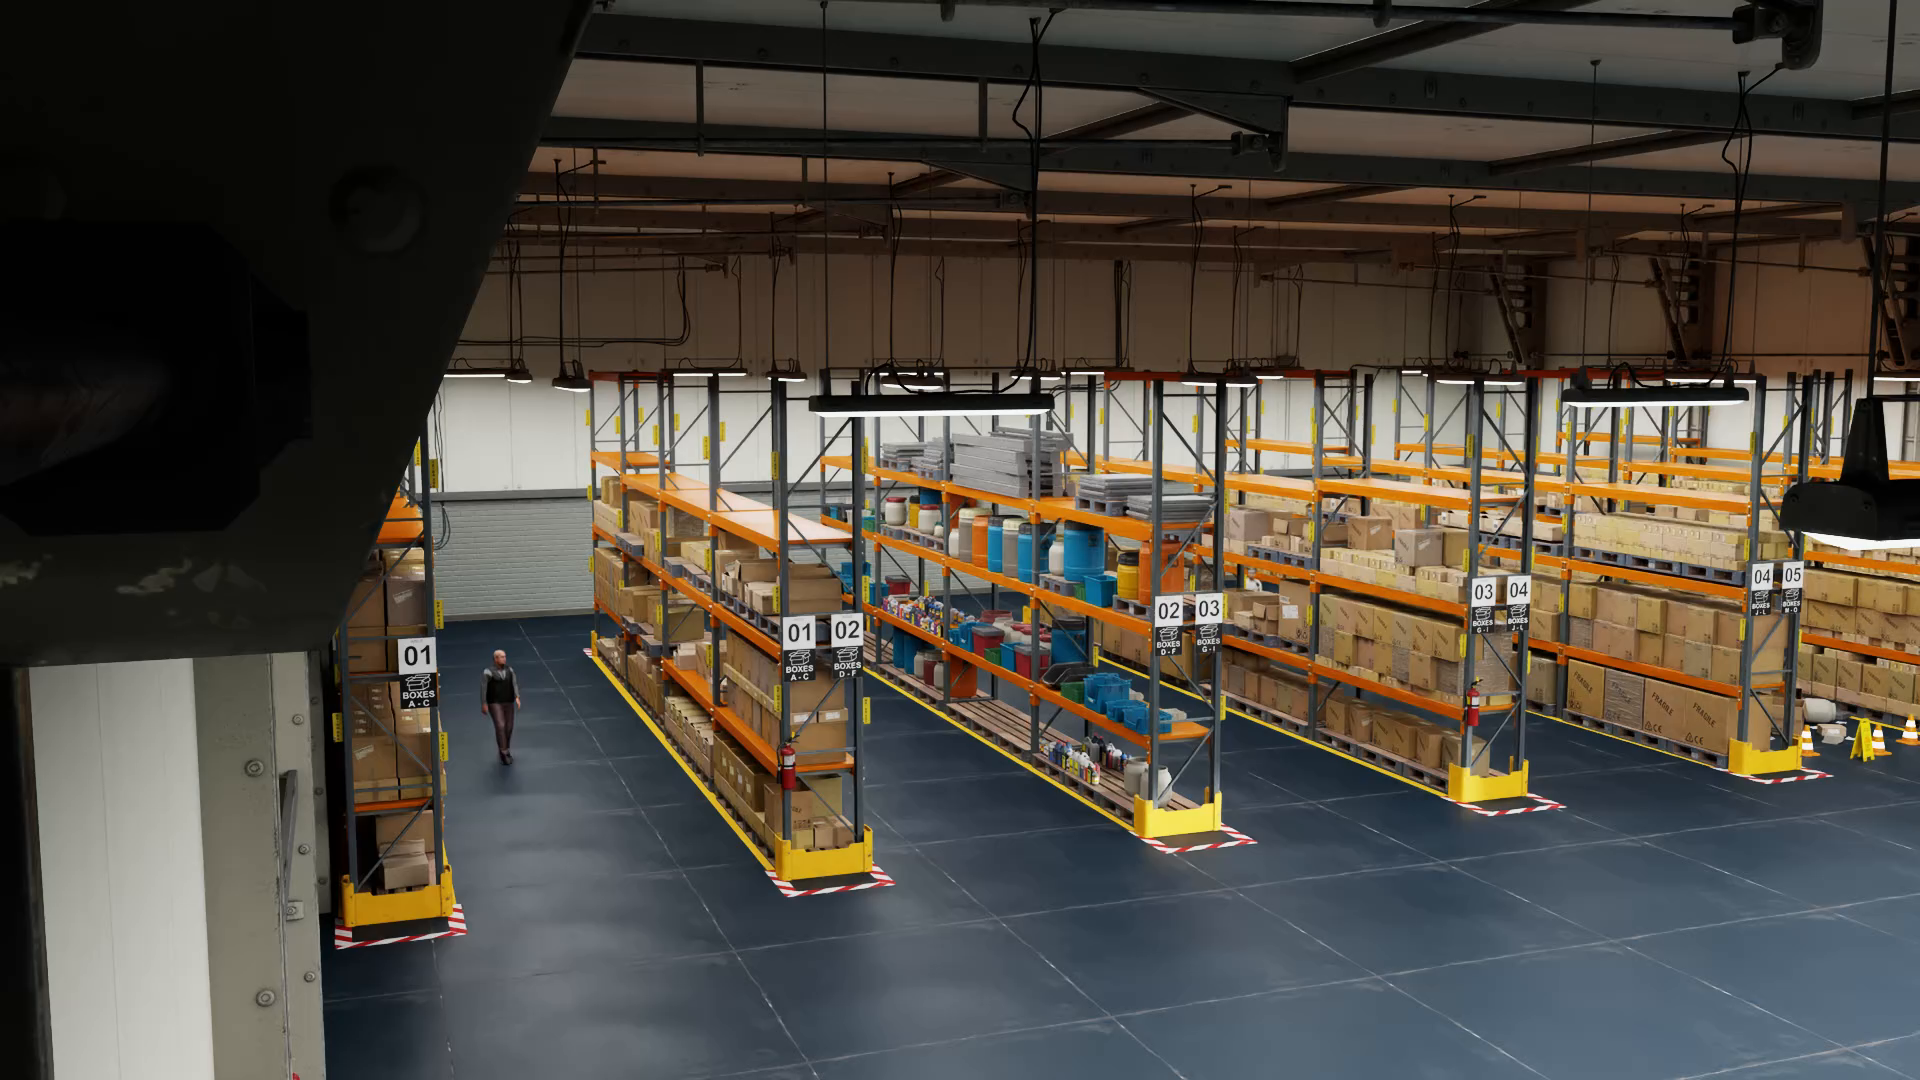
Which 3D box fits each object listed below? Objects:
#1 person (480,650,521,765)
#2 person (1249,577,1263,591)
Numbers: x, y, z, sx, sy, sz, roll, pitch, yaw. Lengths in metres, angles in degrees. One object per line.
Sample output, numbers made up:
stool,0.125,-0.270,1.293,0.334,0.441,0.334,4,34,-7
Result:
person,-7.102,2.603,26.001,0.568,1.722,0.755,-6,9,-44
person,6.486,1.515,36.823,0.470,1.381,1.015,-3,7,-22
